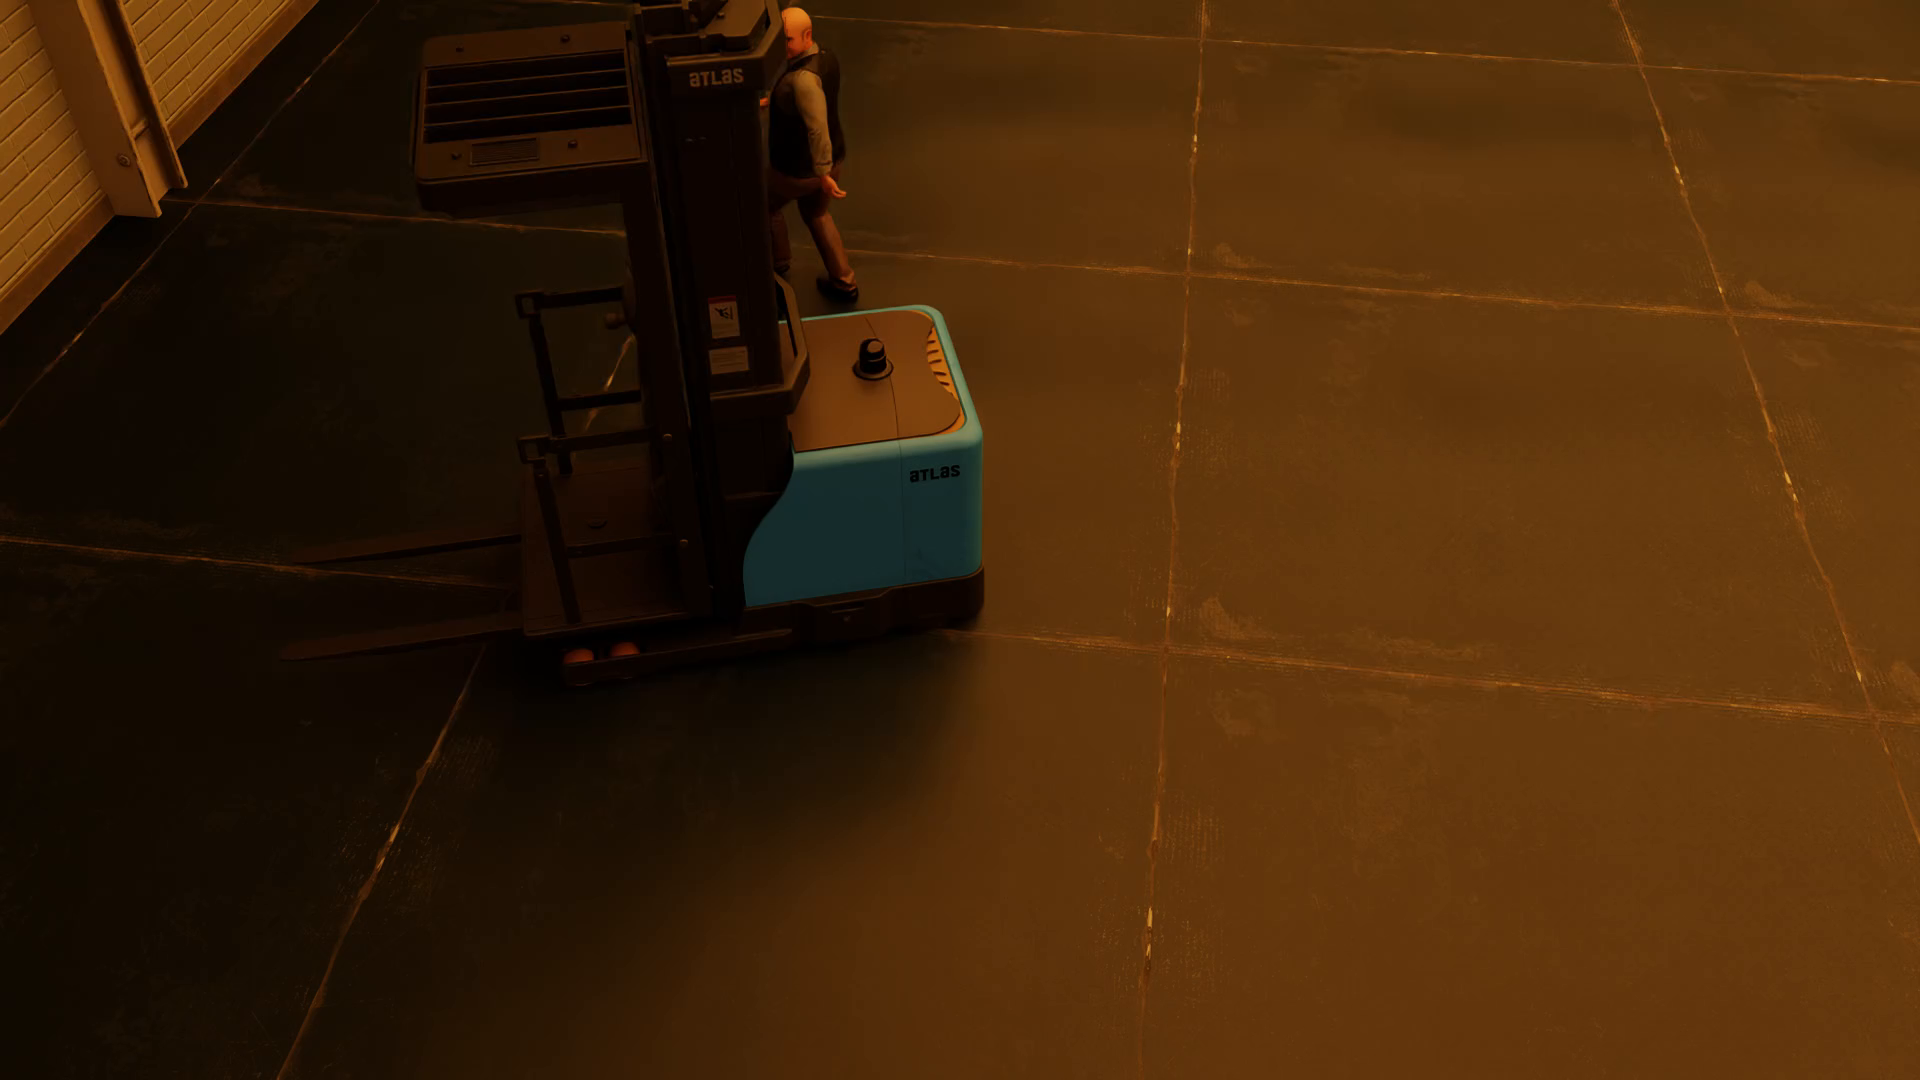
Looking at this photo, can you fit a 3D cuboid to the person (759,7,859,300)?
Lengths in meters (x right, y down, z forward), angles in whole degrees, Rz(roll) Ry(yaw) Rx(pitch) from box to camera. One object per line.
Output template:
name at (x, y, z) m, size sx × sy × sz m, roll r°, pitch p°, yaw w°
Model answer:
person at (-0.842, -2.039, 8.924) m, size 0.896 × 1.700 × 0.570 m, roll 26°, pitch 49°, yaw 26°

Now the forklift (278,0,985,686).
forklift at (-1.462, -0.839, 6.638) m, size 3.031 × 2.935 × 1.130 m, roll -8°, pitch 43°, yaw -9°
